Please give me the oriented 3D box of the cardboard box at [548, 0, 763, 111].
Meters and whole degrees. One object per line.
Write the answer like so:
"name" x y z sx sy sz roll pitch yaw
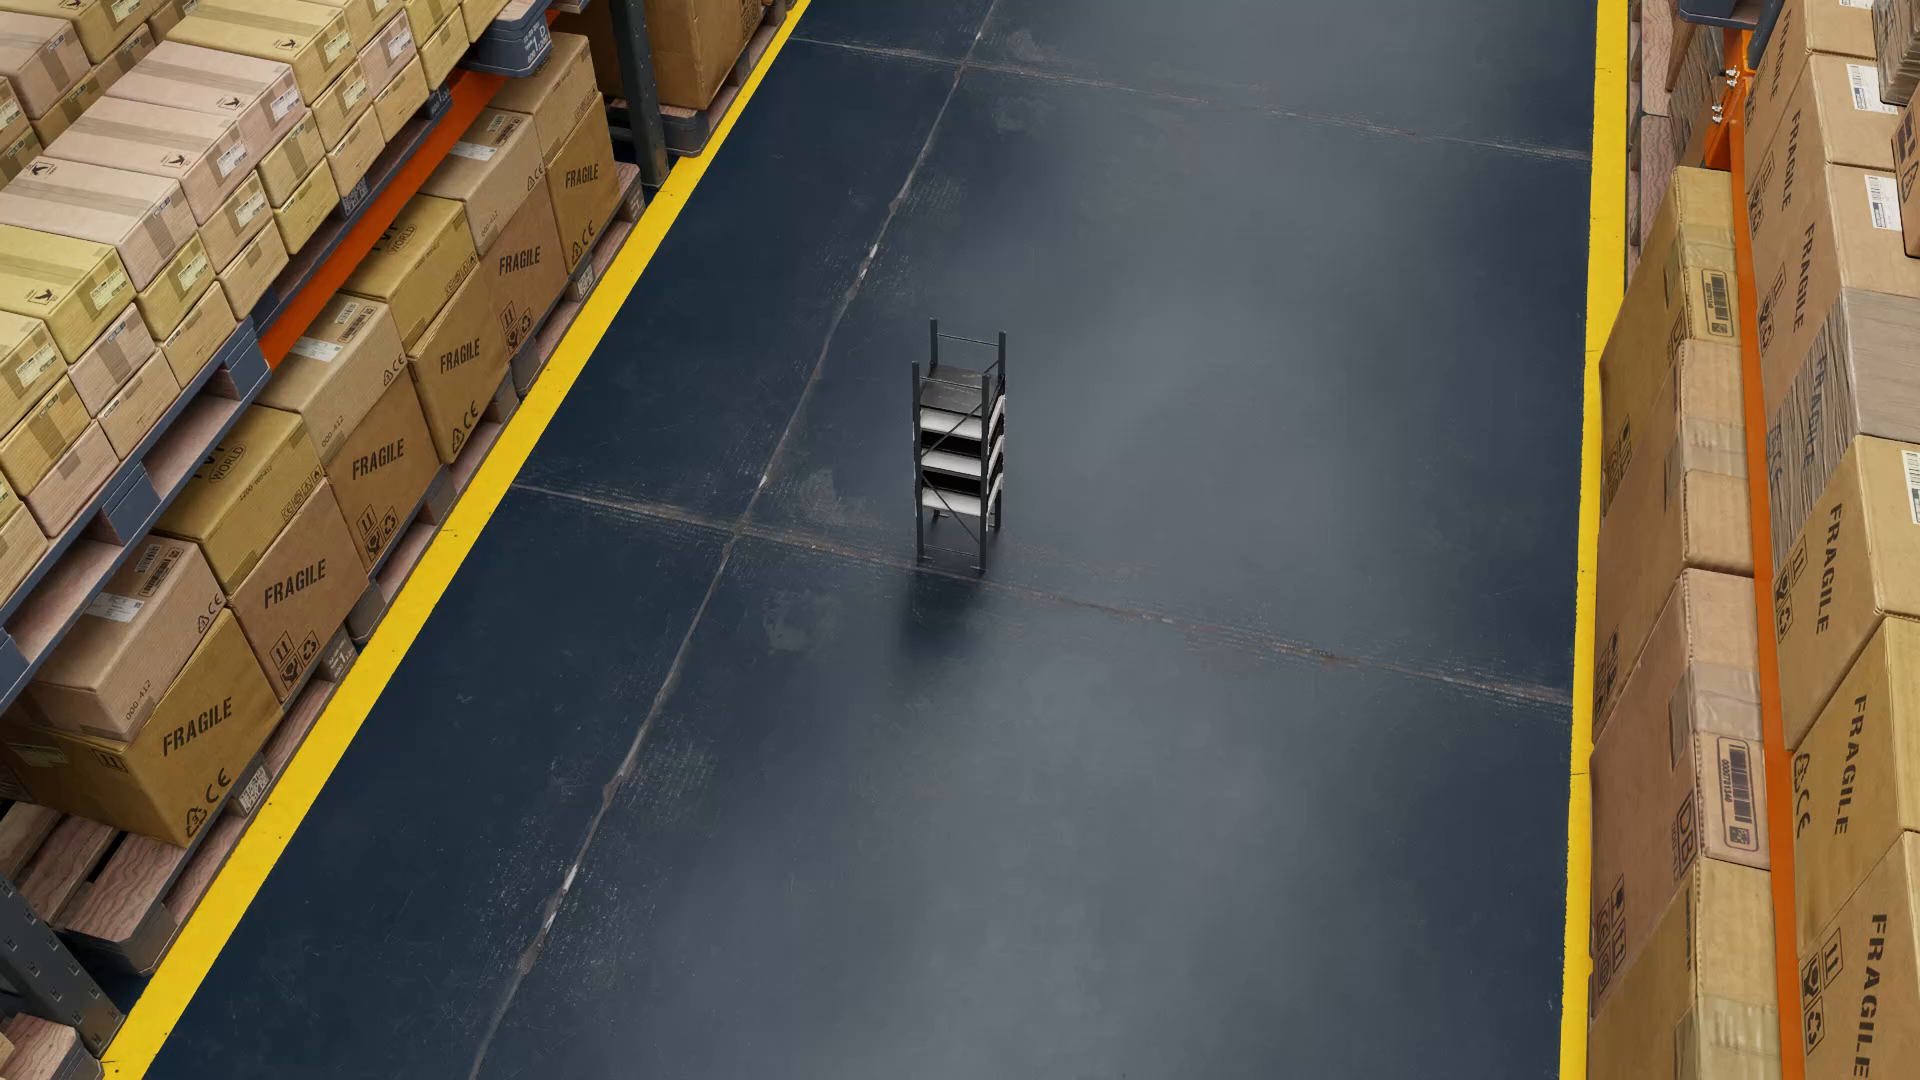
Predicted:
"cardboard box" -1.494 -2.438 7.122 1.050 0.750 0.750 11 49 10

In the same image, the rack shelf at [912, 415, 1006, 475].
"rack shelf" -0.002 -0.329 5.365 0.258 0.077 0.200 12 50 10

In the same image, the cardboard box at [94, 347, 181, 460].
"cardboard box" -2.110 -0.360 3.954 0.380 0.149 0.250 12 50 10

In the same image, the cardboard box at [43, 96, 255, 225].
"cardboard box" -1.974 -0.928 4.059 0.380 0.149 0.250 11 50 10

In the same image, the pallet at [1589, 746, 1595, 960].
"pallet" 2.414 0.789 4.913 1.003 0.211 1.213 12 50 10

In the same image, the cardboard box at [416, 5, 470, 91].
"cardboard box" -1.700 -1.489 4.951 0.380 0.149 0.250 10 49 8

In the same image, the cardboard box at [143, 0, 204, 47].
"cardboard box" -2.400 -1.534 4.792 0.380 0.149 0.250 11 50 10

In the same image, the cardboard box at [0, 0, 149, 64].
"cardboard box" -2.463 -1.447 4.517 0.380 0.149 0.250 11 49 10

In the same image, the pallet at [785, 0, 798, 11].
"pallet" -1.138 -3.133 8.375 1.003 0.211 1.213 12 50 10

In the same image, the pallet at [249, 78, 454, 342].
"pallet" -2.223 -1.118 4.864 1.003 0.211 1.213 12 50 10

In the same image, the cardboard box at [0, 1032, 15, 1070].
"cardboard box" -2.570 1.269 4.053 0.380 0.149 0.250 12 50 11

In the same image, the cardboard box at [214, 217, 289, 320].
"cardboard box" -1.976 -0.725 4.277 0.380 0.149 0.250 10 49 8

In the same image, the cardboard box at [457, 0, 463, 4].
"cardboard box" -1.634 -1.763 4.994 0.380 0.149 0.250 12 50 10

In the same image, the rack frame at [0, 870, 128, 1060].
"rack frame" -2.794 0.272 3.509 1.000 3.000 0.127 12 50 10

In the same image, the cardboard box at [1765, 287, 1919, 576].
"cardboard box" 2.228 -0.198 3.858 0.500 0.500 0.500 12 50 10

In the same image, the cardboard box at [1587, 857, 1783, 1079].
"cardboard box" 2.114 1.421 3.632 1.225 0.875 0.875 12 50 10

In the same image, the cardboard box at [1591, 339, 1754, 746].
"cardboard box" 2.573 0.133 4.769 1.225 0.875 0.875 12 50 10

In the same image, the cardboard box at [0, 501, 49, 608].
"cardboard box" -2.247 0.022 3.617 0.380 0.149 0.250 9 49 8

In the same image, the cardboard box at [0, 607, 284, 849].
"cardboard box" -2.344 0.478 4.714 0.500 0.500 0.500 13 50 11

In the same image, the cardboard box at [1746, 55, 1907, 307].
"cardboard box" 2.493 -0.931 4.504 0.500 0.500 0.500 10 49 9

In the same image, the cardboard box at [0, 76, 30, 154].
"cardboard box" -2.600 -1.057 4.173 0.380 0.149 0.250 10 49 9

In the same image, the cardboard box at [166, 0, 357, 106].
"cardboard box" -1.840 -1.306 4.393 0.380 0.149 0.250 13 50 11

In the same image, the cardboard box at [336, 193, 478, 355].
"cardboard box" -1.940 -0.903 5.433 0.500 0.250 0.500 13 50 11

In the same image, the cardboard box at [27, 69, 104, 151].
"cardboard box" -2.536 -1.163 4.465 0.380 0.149 0.250 12 50 10

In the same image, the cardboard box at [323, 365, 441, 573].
"cardboard box" -2.081 -0.286 5.389 0.500 0.500 0.500 12 50 11

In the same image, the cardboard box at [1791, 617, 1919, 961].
"cardboard box" 1.961 0.542 3.204 0.500 0.500 0.500 13 50 11

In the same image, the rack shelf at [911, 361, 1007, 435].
"rack shelf" -0.002 -0.449 5.230 0.258 0.077 0.200 12 50 10

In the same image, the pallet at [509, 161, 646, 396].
"pallet" -1.948 -1.133 6.610 1.003 0.211 1.213 12 50 10

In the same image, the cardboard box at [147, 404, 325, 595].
"cardboard box" -2.207 -0.156 4.774 0.500 0.250 0.500 13 50 11

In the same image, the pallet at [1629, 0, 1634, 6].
"pallet" 3.867 -2.976 8.236 1.003 0.211 1.213 12 50 10

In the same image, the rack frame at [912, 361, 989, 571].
"rack frame" -0.029 -0.218 5.343 0.240 0.900 0.006 12 50 10

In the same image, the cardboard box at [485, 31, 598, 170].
"cardboard box" -1.668 -1.635 6.079 0.500 0.250 0.500 11 49 9

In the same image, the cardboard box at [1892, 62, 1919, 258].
"cardboard box" 2.635 -0.938 3.841 0.797 0.503 0.637 13 50 11

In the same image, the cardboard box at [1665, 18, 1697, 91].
"cardboard box" 3.451 -2.191 7.057 0.700 0.500 0.500 15 50 13

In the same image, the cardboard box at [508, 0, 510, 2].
"cardboard box" -1.562 -1.864 5.282 0.380 0.149 0.250 12 50 11

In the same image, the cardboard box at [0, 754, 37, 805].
"cardboard box" -2.842 0.375 4.805 0.500 0.500 0.500 11 49 9

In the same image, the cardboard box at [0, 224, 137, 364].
"cardboard box" -2.109 -0.562 3.736 0.380 0.149 0.250 12 50 10

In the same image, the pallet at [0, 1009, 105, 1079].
"pallet" -2.937 1.688 4.120 1.003 0.211 1.213 12 50 10

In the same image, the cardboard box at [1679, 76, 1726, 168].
"cardboard box" 3.174 -1.376 6.338 0.700 0.500 0.500 9 49 8

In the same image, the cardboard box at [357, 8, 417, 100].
"cardboard box" -1.769 -1.395 4.669 0.380 0.149 0.250 13 50 11

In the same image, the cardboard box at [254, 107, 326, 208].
"cardboard box" -1.906 -1.026 4.344 0.380 0.149 0.250 11 49 9

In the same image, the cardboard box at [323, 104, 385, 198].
"cardboard box" -1.839 -1.105 4.612 0.380 0.149 0.250 10 49 8

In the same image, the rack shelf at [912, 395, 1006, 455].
"rack shelf" -0.002 -0.389 5.297 0.258 0.077 0.200 12 50 10

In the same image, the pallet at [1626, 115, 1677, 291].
"pallet" 3.224 -1.211 6.678 1.003 0.211 1.213 12 50 10

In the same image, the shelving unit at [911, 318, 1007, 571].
"shelving unit" -0.002 -0.292 5.407 0.258 0.900 0.210 12 50 10

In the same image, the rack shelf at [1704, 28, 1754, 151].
"rack shelf" 3.544 -2.778 6.681 1.077 0.370 4.000 12 50 10

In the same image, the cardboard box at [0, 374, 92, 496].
"cardboard box" -2.180 -0.264 3.672 0.380 0.149 0.250 11 49 9

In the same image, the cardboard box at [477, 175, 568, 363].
"cardboard box" -1.803 -1.031 6.046 0.500 0.500 0.500 13 50 12

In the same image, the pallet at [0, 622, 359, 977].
"pallet" -2.591 0.631 5.052 1.003 0.211 1.213 12 50 10

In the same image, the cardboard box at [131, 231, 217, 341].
"cardboard box" -2.045 -0.639 4.002 0.380 0.149 0.250 10 49 8
